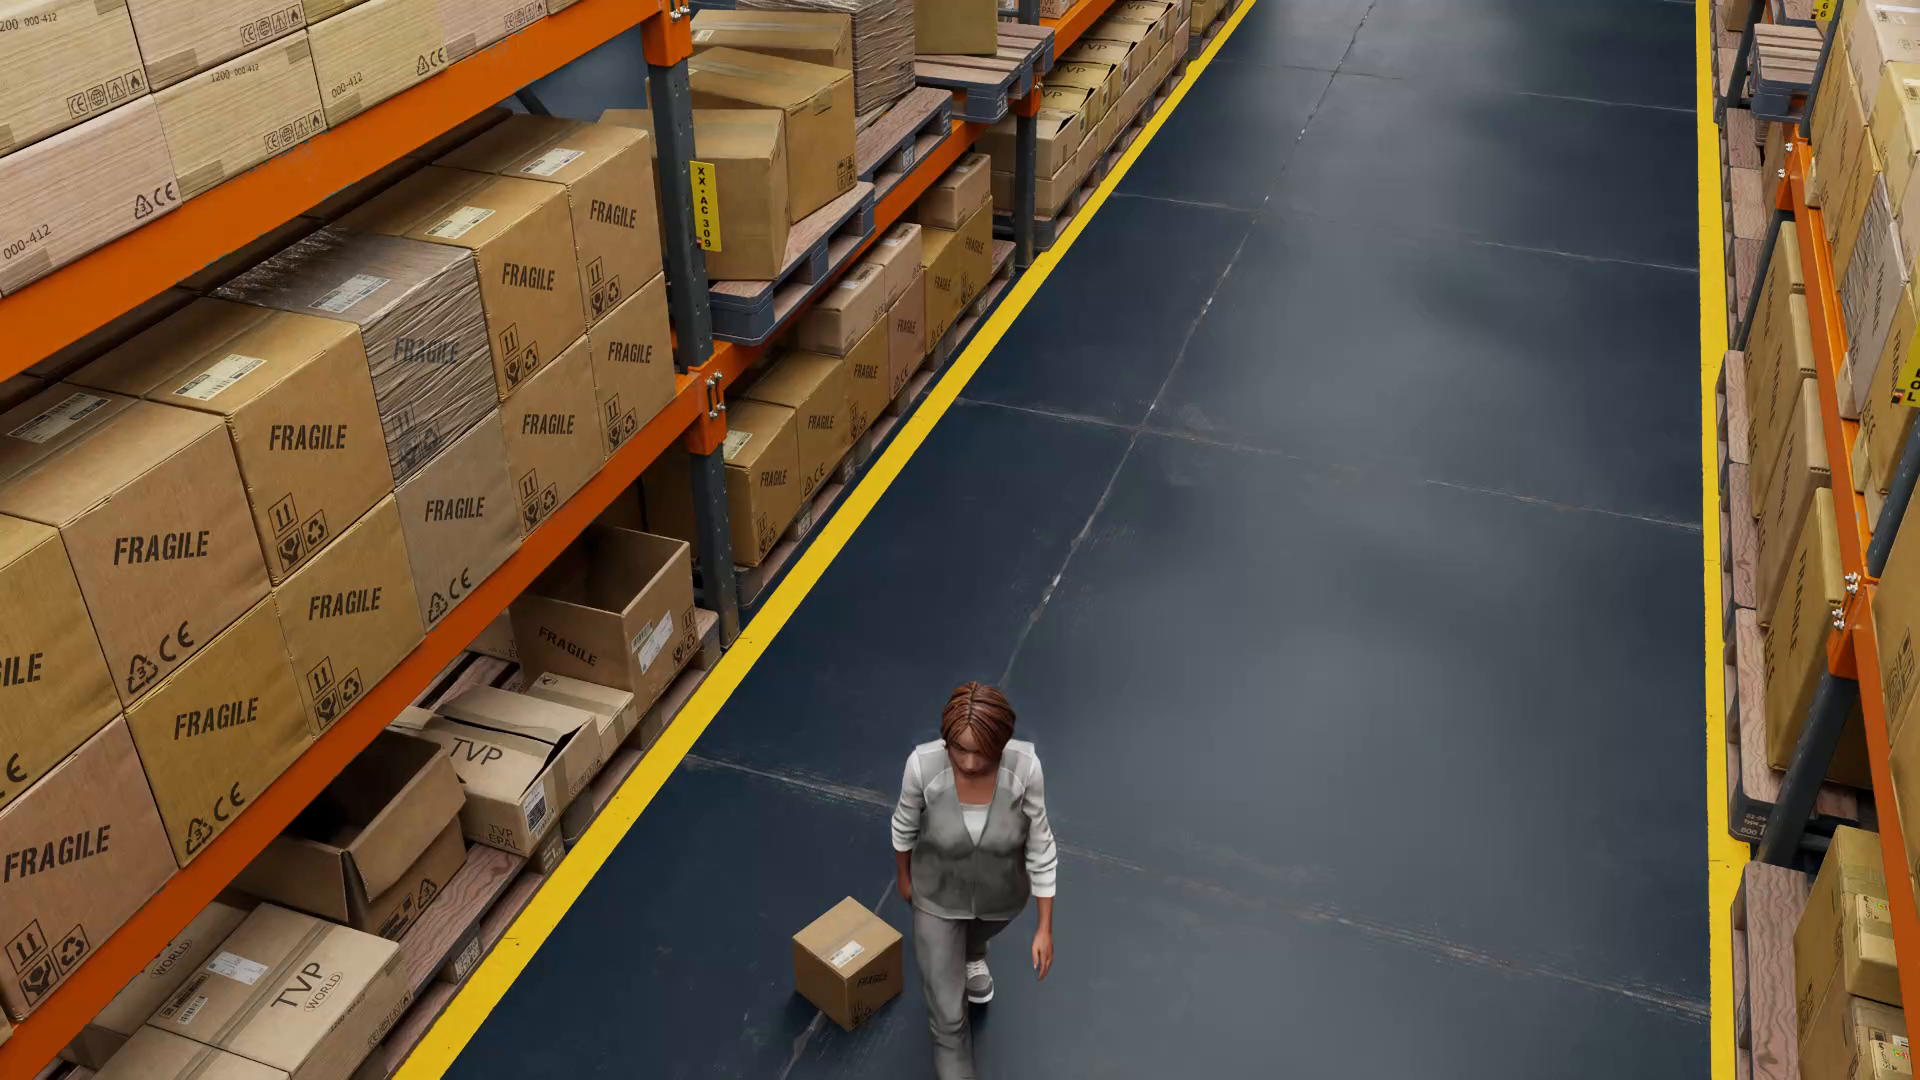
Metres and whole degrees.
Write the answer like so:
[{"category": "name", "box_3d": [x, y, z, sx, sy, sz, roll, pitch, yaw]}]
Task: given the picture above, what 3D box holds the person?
[{"category": "person", "box_3d": [0.038, 0.991, 4.649, 0.432, 1.528, 1.004, -5, 34, -8]}]
